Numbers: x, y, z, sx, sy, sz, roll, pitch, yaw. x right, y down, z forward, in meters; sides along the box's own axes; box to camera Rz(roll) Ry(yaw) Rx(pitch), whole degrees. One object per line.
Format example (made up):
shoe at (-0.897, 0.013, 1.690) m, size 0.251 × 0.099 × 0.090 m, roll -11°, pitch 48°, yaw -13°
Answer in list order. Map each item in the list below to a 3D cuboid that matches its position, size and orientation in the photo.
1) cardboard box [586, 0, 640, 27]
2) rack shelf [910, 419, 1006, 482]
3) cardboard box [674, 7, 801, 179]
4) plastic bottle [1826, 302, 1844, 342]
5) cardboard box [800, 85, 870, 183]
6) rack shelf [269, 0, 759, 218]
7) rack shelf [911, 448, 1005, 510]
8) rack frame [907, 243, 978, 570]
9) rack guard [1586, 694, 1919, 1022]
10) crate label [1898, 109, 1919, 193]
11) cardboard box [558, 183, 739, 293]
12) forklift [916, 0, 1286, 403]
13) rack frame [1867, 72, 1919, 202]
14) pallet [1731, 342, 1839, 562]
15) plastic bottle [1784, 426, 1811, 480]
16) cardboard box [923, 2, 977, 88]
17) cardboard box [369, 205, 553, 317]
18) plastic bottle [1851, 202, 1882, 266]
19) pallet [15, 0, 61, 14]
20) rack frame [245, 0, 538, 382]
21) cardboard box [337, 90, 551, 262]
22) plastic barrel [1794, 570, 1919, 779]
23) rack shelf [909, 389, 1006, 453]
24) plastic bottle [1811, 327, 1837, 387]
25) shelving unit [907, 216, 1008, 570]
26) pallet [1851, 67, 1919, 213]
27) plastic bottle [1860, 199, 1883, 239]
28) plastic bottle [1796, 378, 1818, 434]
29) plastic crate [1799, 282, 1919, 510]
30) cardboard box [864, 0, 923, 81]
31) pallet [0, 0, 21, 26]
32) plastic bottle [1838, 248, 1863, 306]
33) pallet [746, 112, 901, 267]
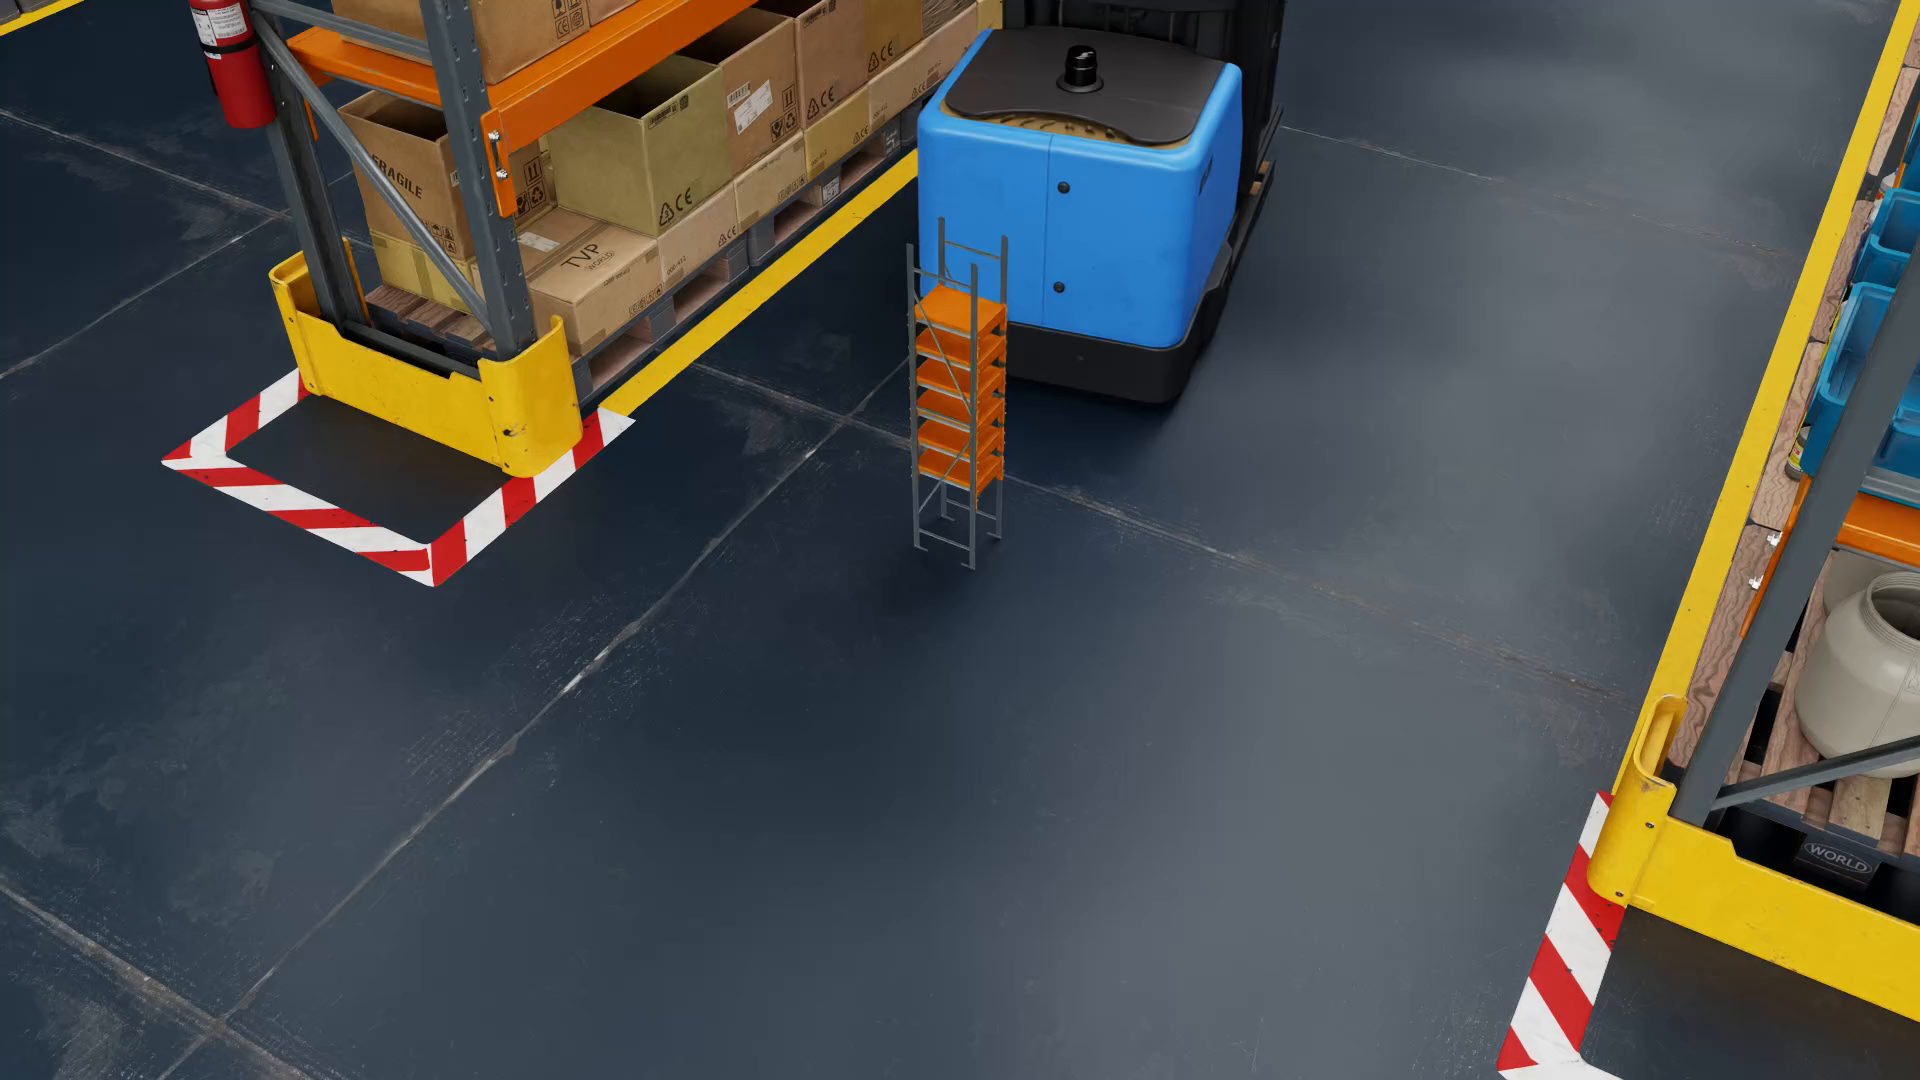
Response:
cardboard box at (-1.454, -2.241, 5.950) m, size 0.700 × 0.500 × 0.500 m, roll 22°, pitch 46°, yaw 23°
rack shelf at (-0.007, -0.319, 5.453) m, size 0.258 × 0.103 × 0.180 m, roll 21°, pitch 45°, yaw 22°
cardboard box at (-1.009, -1.856, 6.783) m, size 0.500 × 0.500 × 0.500 m, roll 21°, pitch 45°, yaw 22°
plastic bottle at (3.311, -0.815, 6.190) m, size 0.097 × 0.201 × 0.097 m, roll 0°, pitch 41°, yaw 0°
cardboard box at (-0.745, -1.855, 7.350) m, size 0.500 × 0.250 × 0.500 m, roll 21°, pitch 45°, yaw 22°
rack shelf at (-0.957, -2.513, 6.878) m, size 1.077 × 0.370 × 4.000 m, roll 21°, pitch 45°, yaw 22°
rack shelf at (-0.007, -0.229, 5.532) m, size 0.258 × 0.103 × 0.180 m, roll 21°, pitch 45°, yaw 22°
rack frame at (-0.053, -0.390, 5.285) m, size 0.240 × 1.200 × 0.006 m, roll 21°, pitch 45°, yaw 22°
rack guard at (2.326, 0.881, 4.372) m, size 1.175 × 0.500 × 0.348 m, roll 21°, pitch 45°, yaw 22°
crate label at (3.016, -1.154, 4.764) m, size 0.502 × 0.435 × 0.616 m, roll 21°, pitch 45°, yaw 22°
cardboard box at (-1.250, -1.285, 6.702) m, size 0.500 × 0.250 × 0.500 m, roll 21°, pitch 45°, yaw 22°
forklift at (0.783, -2.597, 6.482) m, size 1.130 × 2.935 × 3.031 m, roll 12°, pitch 43°, yaw 14°
rack frame at (4.331, -2.287, 6.077) m, size 1.000 × 3.000 × 0.127 m, roll 21°, pitch 45°, yaw 22°
pallet at (3.349, -0.169, 5.783) m, size 1.003 × 0.211 × 1.213 m, roll 21°, pitch 45°, yaw 22°
plastic bottle at (2.869, -0.309, 5.616) m, size 0.097 × 0.201 × 0.097 m, roll 0°, pitch 41°, yaw 0°
cardboard box at (-0.258, -2.433, 8.006) m, size 0.500 × 0.250 × 0.500 m, roll 21°, pitch 45°, yaw 22°
cardboard box at (-1.945, -1.169, 6.570) m, size 0.500 × 0.250 × 0.500 m, roll 21°, pitch 45°, yaw 22°
plastic bottle at (3.654, -1.199, 6.569) m, size 0.152 × 0.276 × 0.135 m, roll 23°, pitch 46°, yaw 24°
pallet at (-5.162, -3.420, 9.474) m, size 1.003 × 0.211 × 1.213 m, roll 21°, pitch 45°, yaw 22°
rack frame at (-1.958, -1.639, 5.341) m, size 1.000 × 3.000 × 0.127 m, roll 21°, pitch 45°, yaw 22°
cardboard box at (-1.947, -1.451, 6.323) m, size 0.500 × 0.500 × 0.500 m, roll 21°, pitch 45°, yaw 22°
plastic barrel at (2.592, 0.376, 4.618) m, size 0.421 × 0.512 × 0.421 m, roll 0°, pitch 41°, yaw 0°
rack shelf at (-0.007, -0.409, 5.373) m, size 0.258 × 0.103 × 0.180 m, roll 21°, pitch 45°, yaw 22°
plastic bottle at (3.167, -0.676, 5.919) m, size 0.144 × 0.351 × 0.185 m, roll 23°, pitch 46°, yaw 24°
shelving unit at (-0.007, -0.442, 5.344) m, size 0.258 × 1.200 × 0.189 m, roll 21°, pitch 45°, yaw 22°
pallet at (4.690, -1.703, 7.524) m, size 1.003 × 0.211 × 1.213 m, roll 21°, pitch 45°, yaw 22°
plastic bottle at (3.741, -1.307, 6.748) m, size 0.097 × 0.201 × 0.097 m, roll 0°, pitch 41°, yaw 0°
plastic bottle at (3.018, -0.472, 5.745) m, size 0.152 × 0.276 × 0.135 m, roll 21°, pitch 46°, yaw 22°
plastic crate at (2.320, -0.328, 3.965) m, size 0.499 × 0.251 × 0.616 m, roll 21°, pitch 45°, yaw 22°
cardboard box at (-0.506, -2.427, 7.432) m, size 0.500 × 0.500 × 0.500 m, roll 21°, pitch 45°, yaw 22°
pallet at (-5.773, -2.725, 8.685) m, size 1.003 × 0.211 × 1.213 m, roll 21°, pitch 45°, yaw 22°
plastic bottle at (3.473, -1.025, 6.316) m, size 0.144 × 0.351 × 0.185 m, roll 19°, pitch 45°, yaw 20°
pallet at (-1.000, -1.739, 7.565) m, size 1.003 × 0.211 × 1.213 m, roll 21°, pitch 45°, yaw 22°
